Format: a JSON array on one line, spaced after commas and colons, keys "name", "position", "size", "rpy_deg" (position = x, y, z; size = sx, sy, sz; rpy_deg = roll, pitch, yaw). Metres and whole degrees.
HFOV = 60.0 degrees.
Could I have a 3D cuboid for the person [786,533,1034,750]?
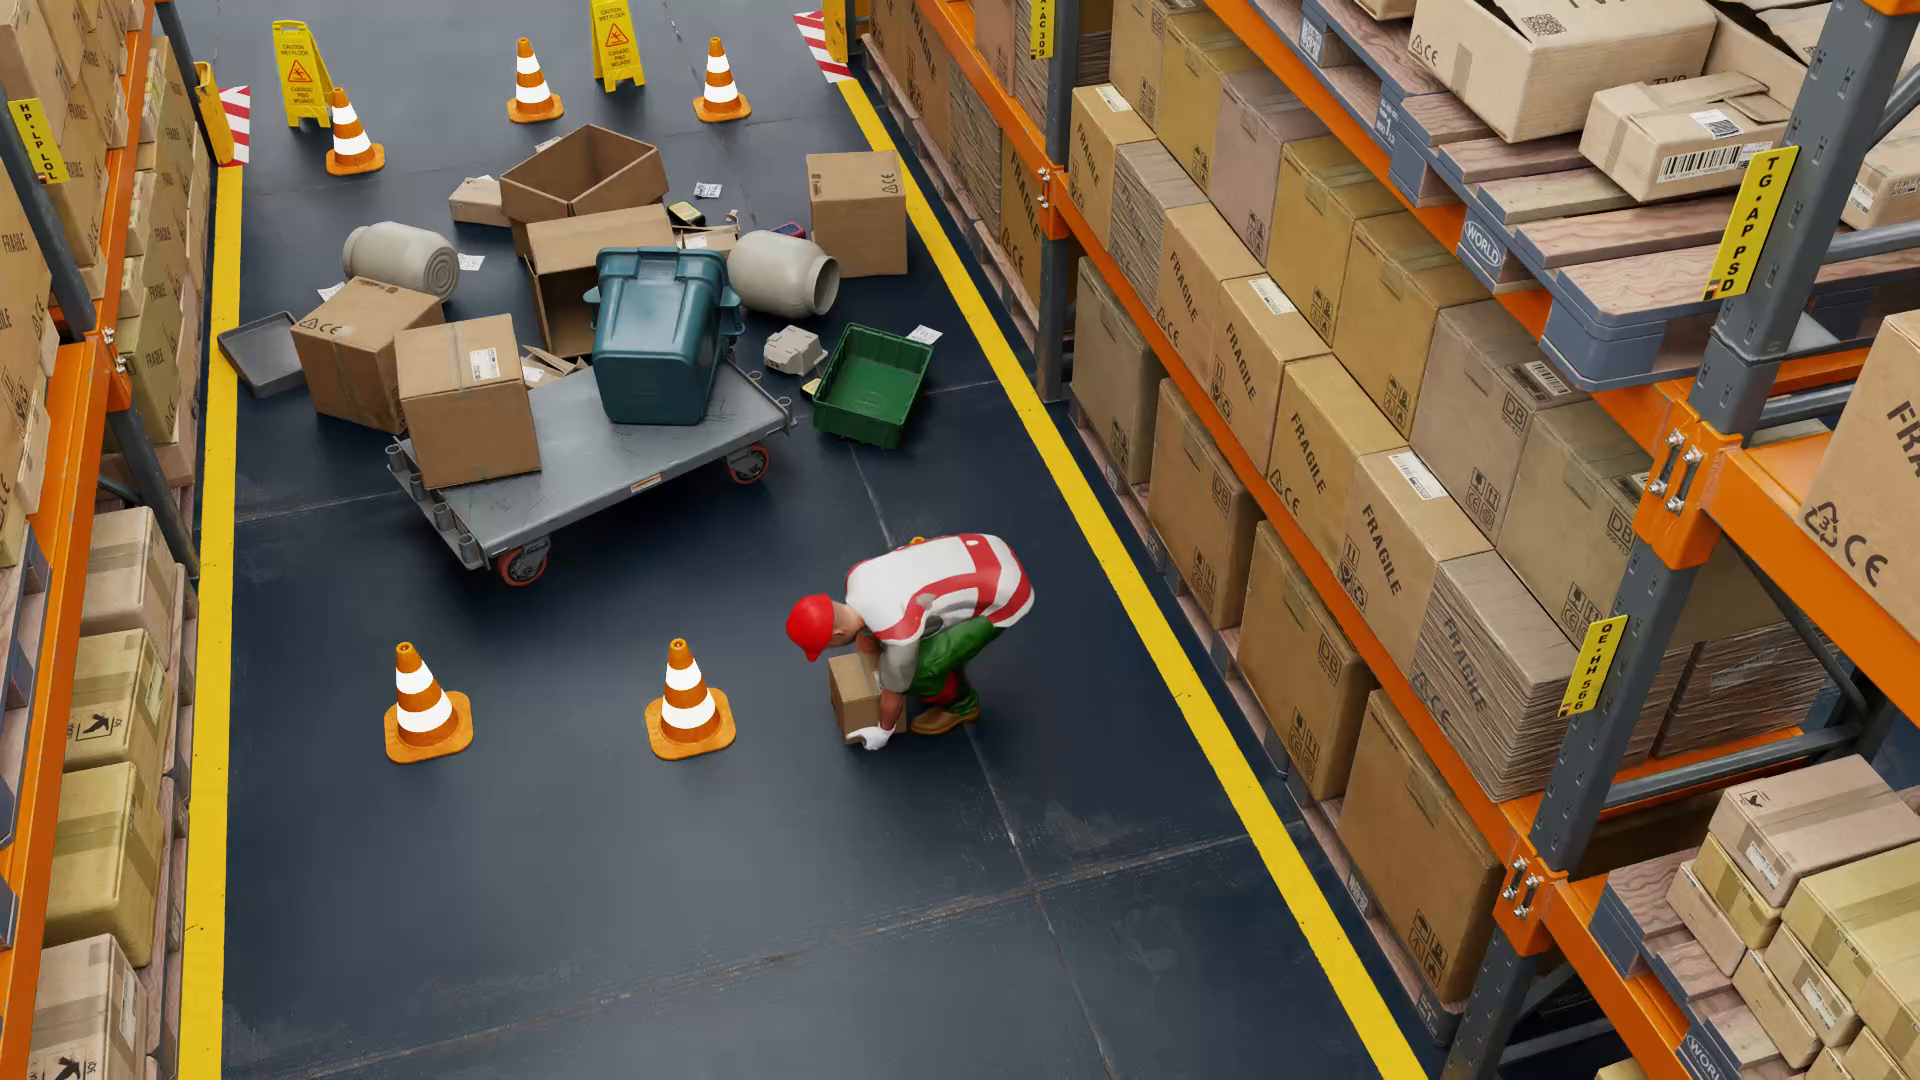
[{"name": "person", "position": [-0.196, 0.398, 6.459], "size": [0.962, 0.826, 0.515], "rpy_deg": [-13, 43, -14]}]
